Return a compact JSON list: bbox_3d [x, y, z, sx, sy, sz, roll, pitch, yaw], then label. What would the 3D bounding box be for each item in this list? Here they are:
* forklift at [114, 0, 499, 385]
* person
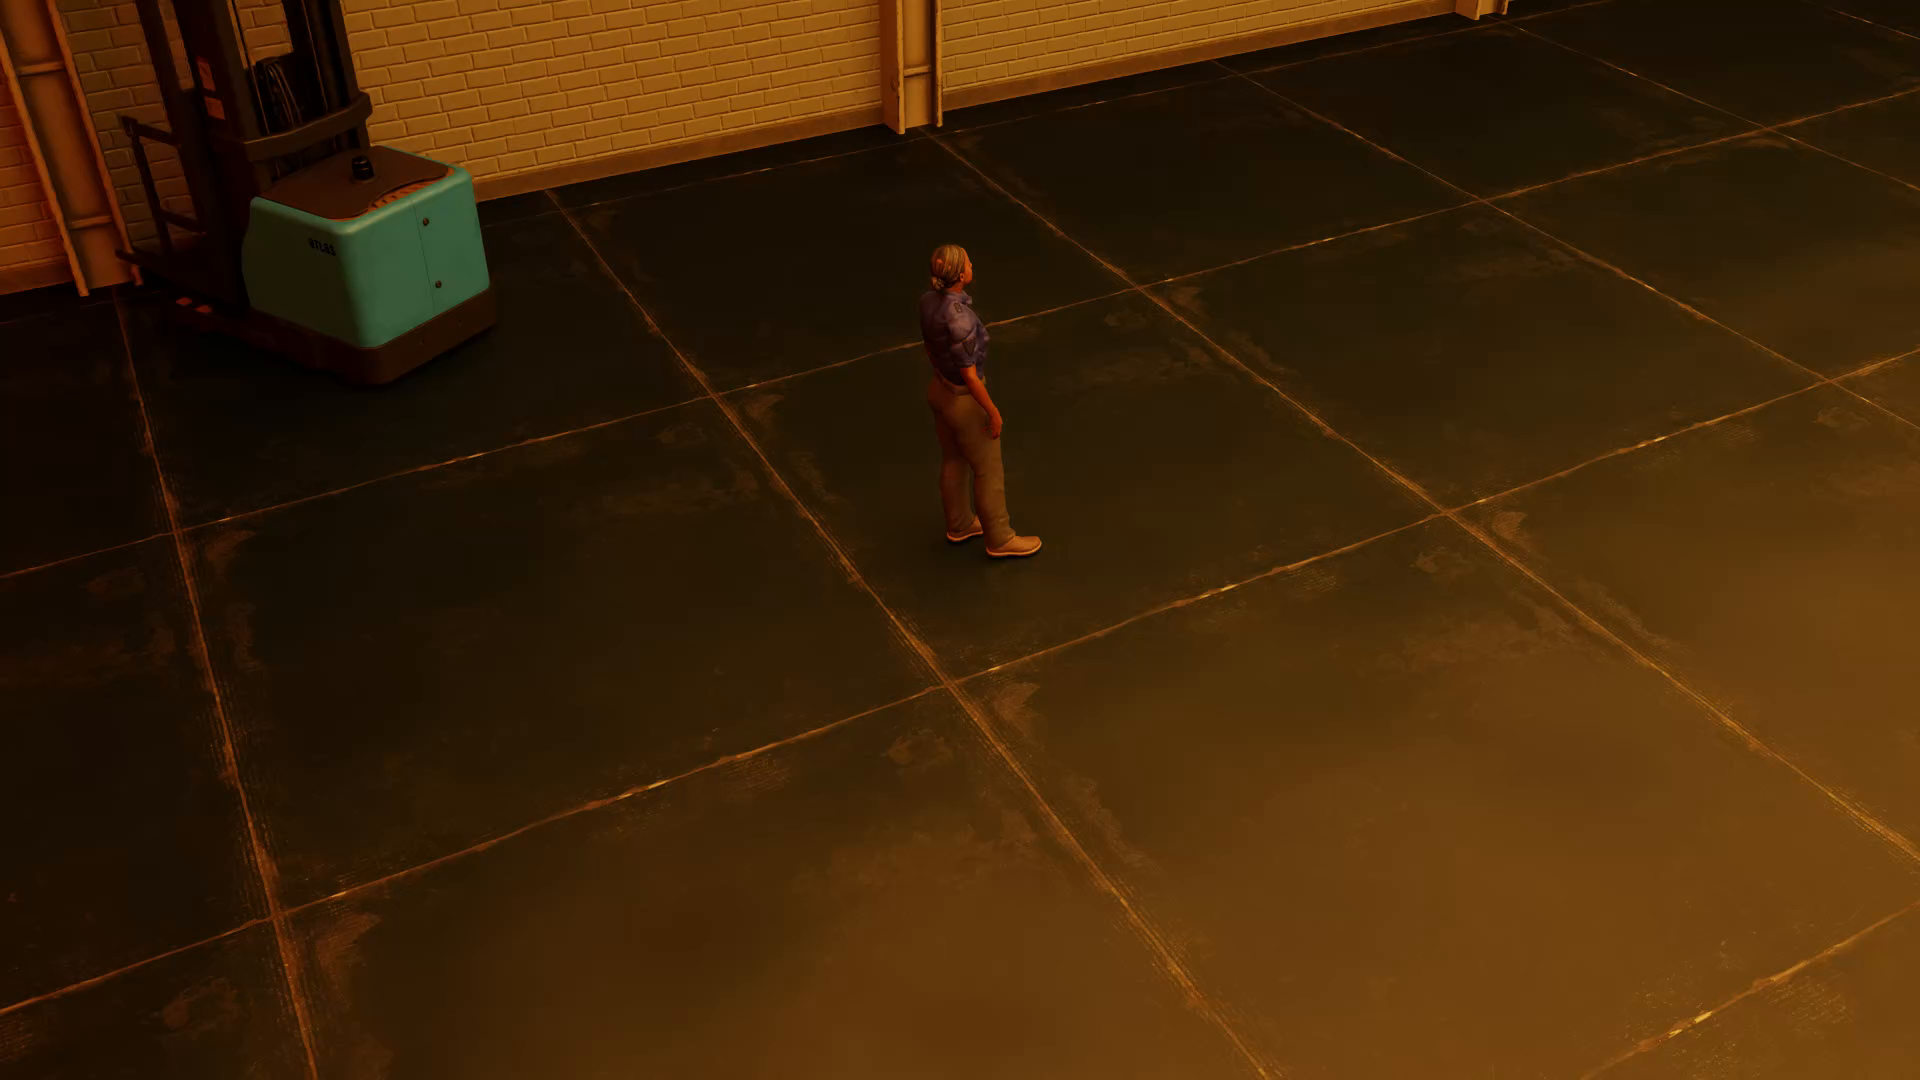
[{"bbox_3d":[-4.436,-2.750,10.013,3.031,2.935,1.130,20,40,26],"label":"forklift"},{"bbox_3d":[0.087,-0.695,8.200,0.503,1.656,0.569,-17,39,-23],"label":"person"}]
